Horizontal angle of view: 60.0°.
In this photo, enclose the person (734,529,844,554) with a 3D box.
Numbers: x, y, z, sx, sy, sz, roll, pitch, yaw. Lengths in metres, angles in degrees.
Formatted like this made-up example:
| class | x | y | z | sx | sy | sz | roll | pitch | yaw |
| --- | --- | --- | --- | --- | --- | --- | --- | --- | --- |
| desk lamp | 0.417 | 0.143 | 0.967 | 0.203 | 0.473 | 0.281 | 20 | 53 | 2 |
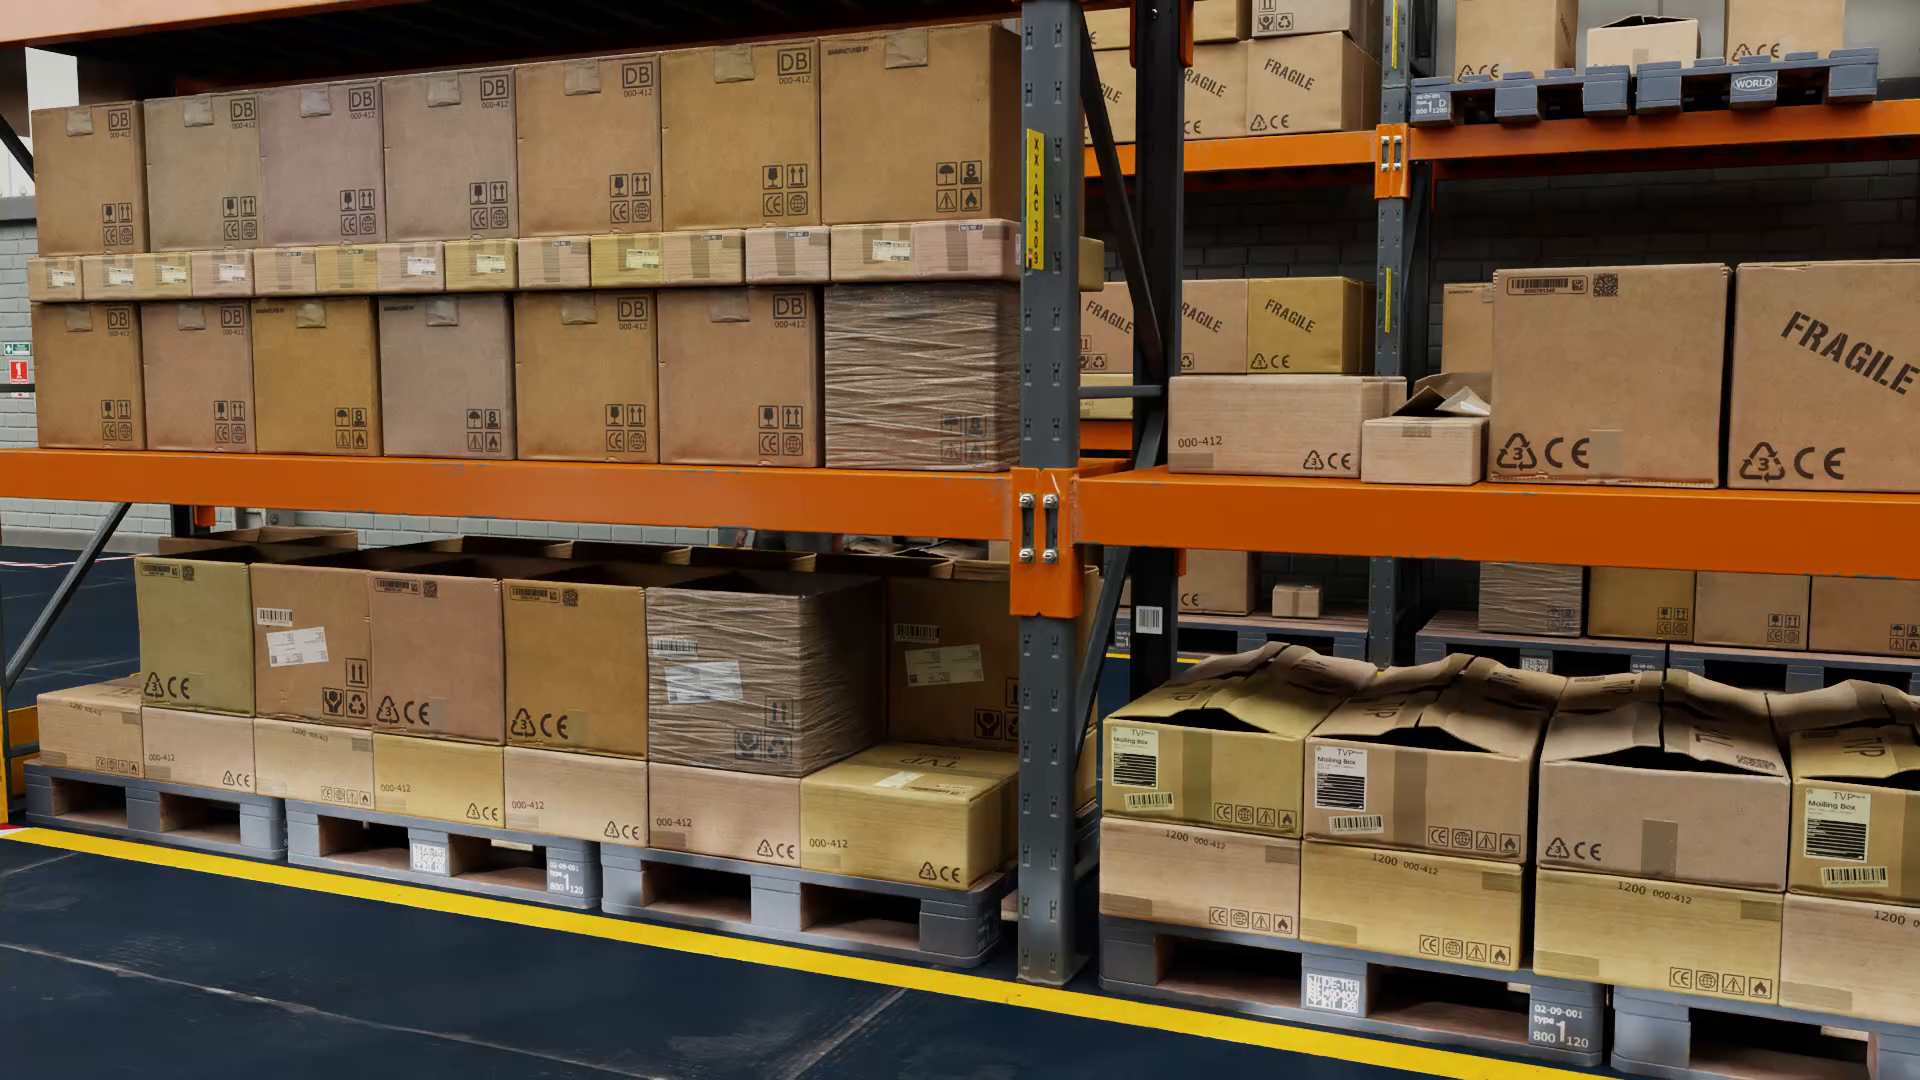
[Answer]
| class | x | y | z | sx | sy | sz | roll | pitch | yaw |
| --- | --- | --- | --- | --- | --- | --- | --- | --- | --- |
| person | -0.754 | -0.017 | 7.345 | 0.506 | 1.683 | 0.356 | 3 | 6 | 28 |
